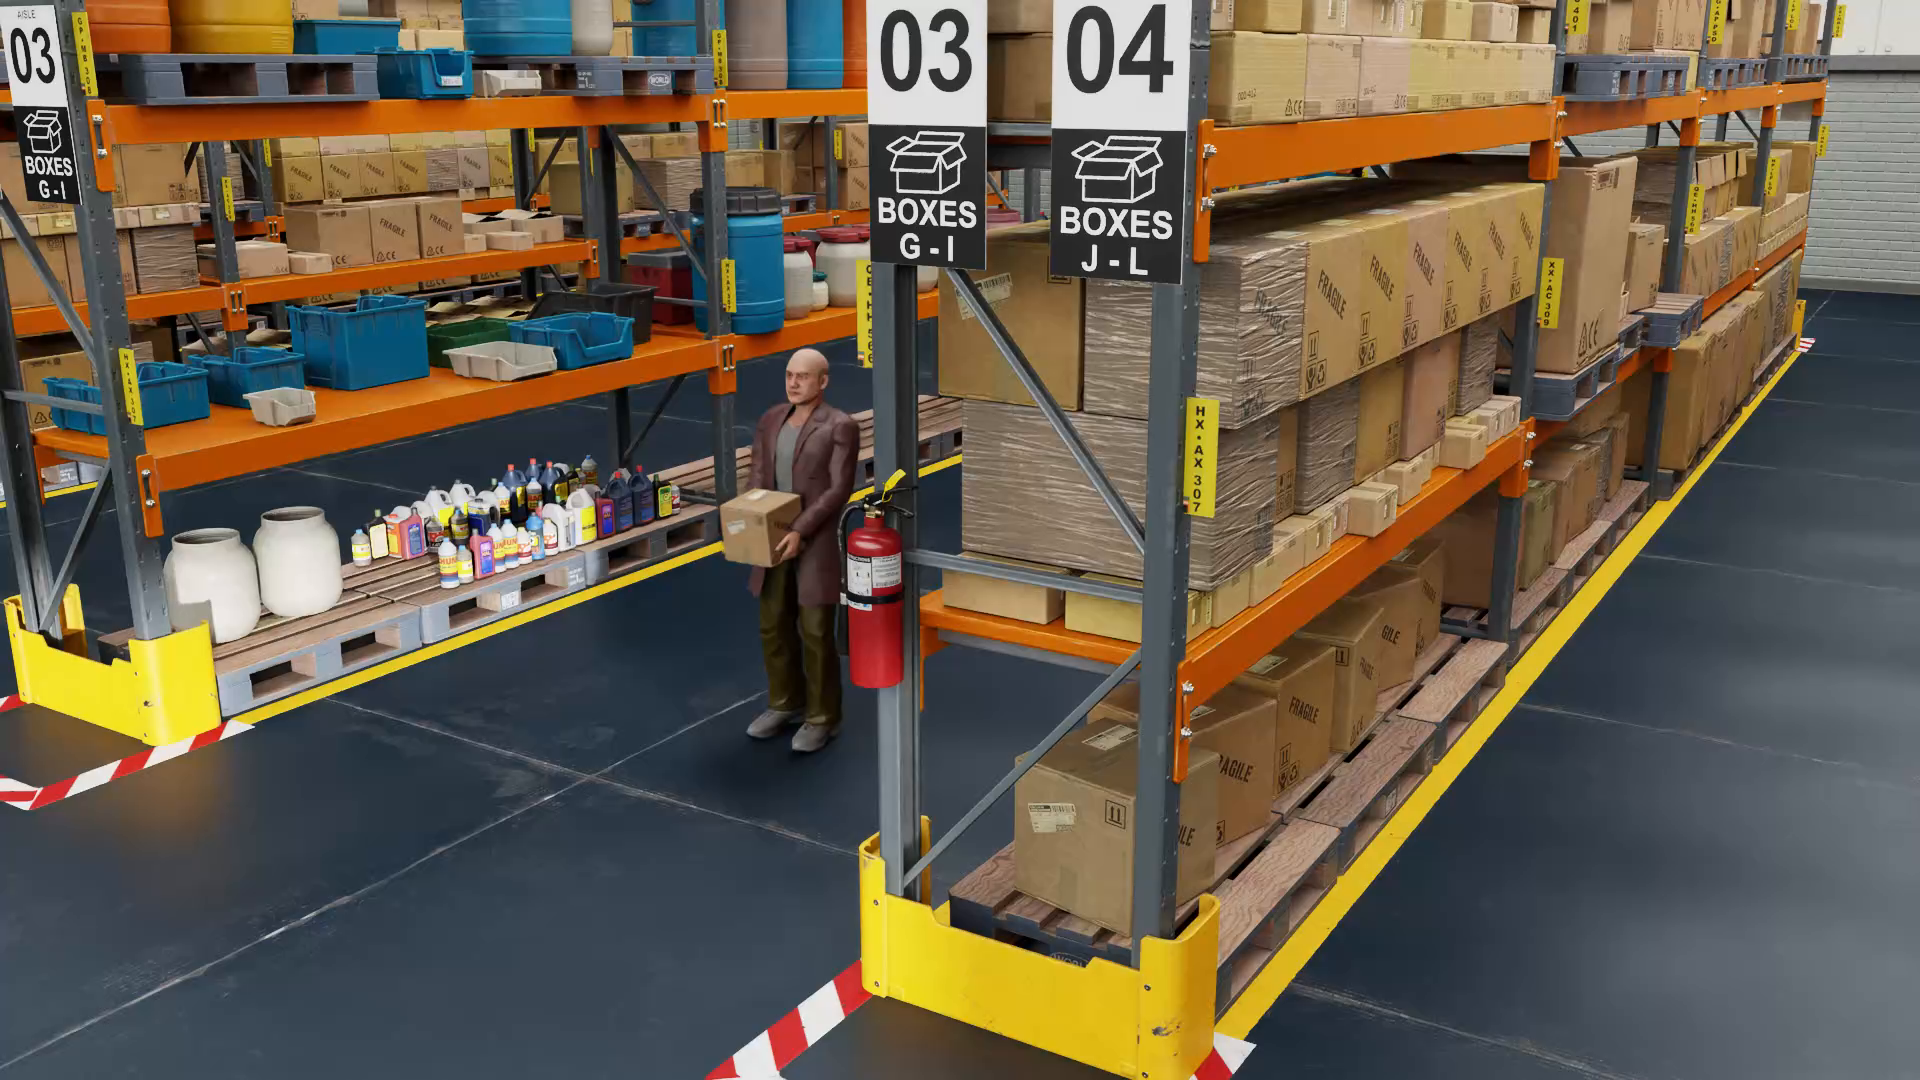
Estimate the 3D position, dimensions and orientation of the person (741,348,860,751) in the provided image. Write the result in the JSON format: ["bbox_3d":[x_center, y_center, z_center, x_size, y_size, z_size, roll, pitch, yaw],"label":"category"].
[{"bbox_3d":[-0.754,0.054,7.357,0.548,1.780,0.535,9,18,30],"label":"person"}]
